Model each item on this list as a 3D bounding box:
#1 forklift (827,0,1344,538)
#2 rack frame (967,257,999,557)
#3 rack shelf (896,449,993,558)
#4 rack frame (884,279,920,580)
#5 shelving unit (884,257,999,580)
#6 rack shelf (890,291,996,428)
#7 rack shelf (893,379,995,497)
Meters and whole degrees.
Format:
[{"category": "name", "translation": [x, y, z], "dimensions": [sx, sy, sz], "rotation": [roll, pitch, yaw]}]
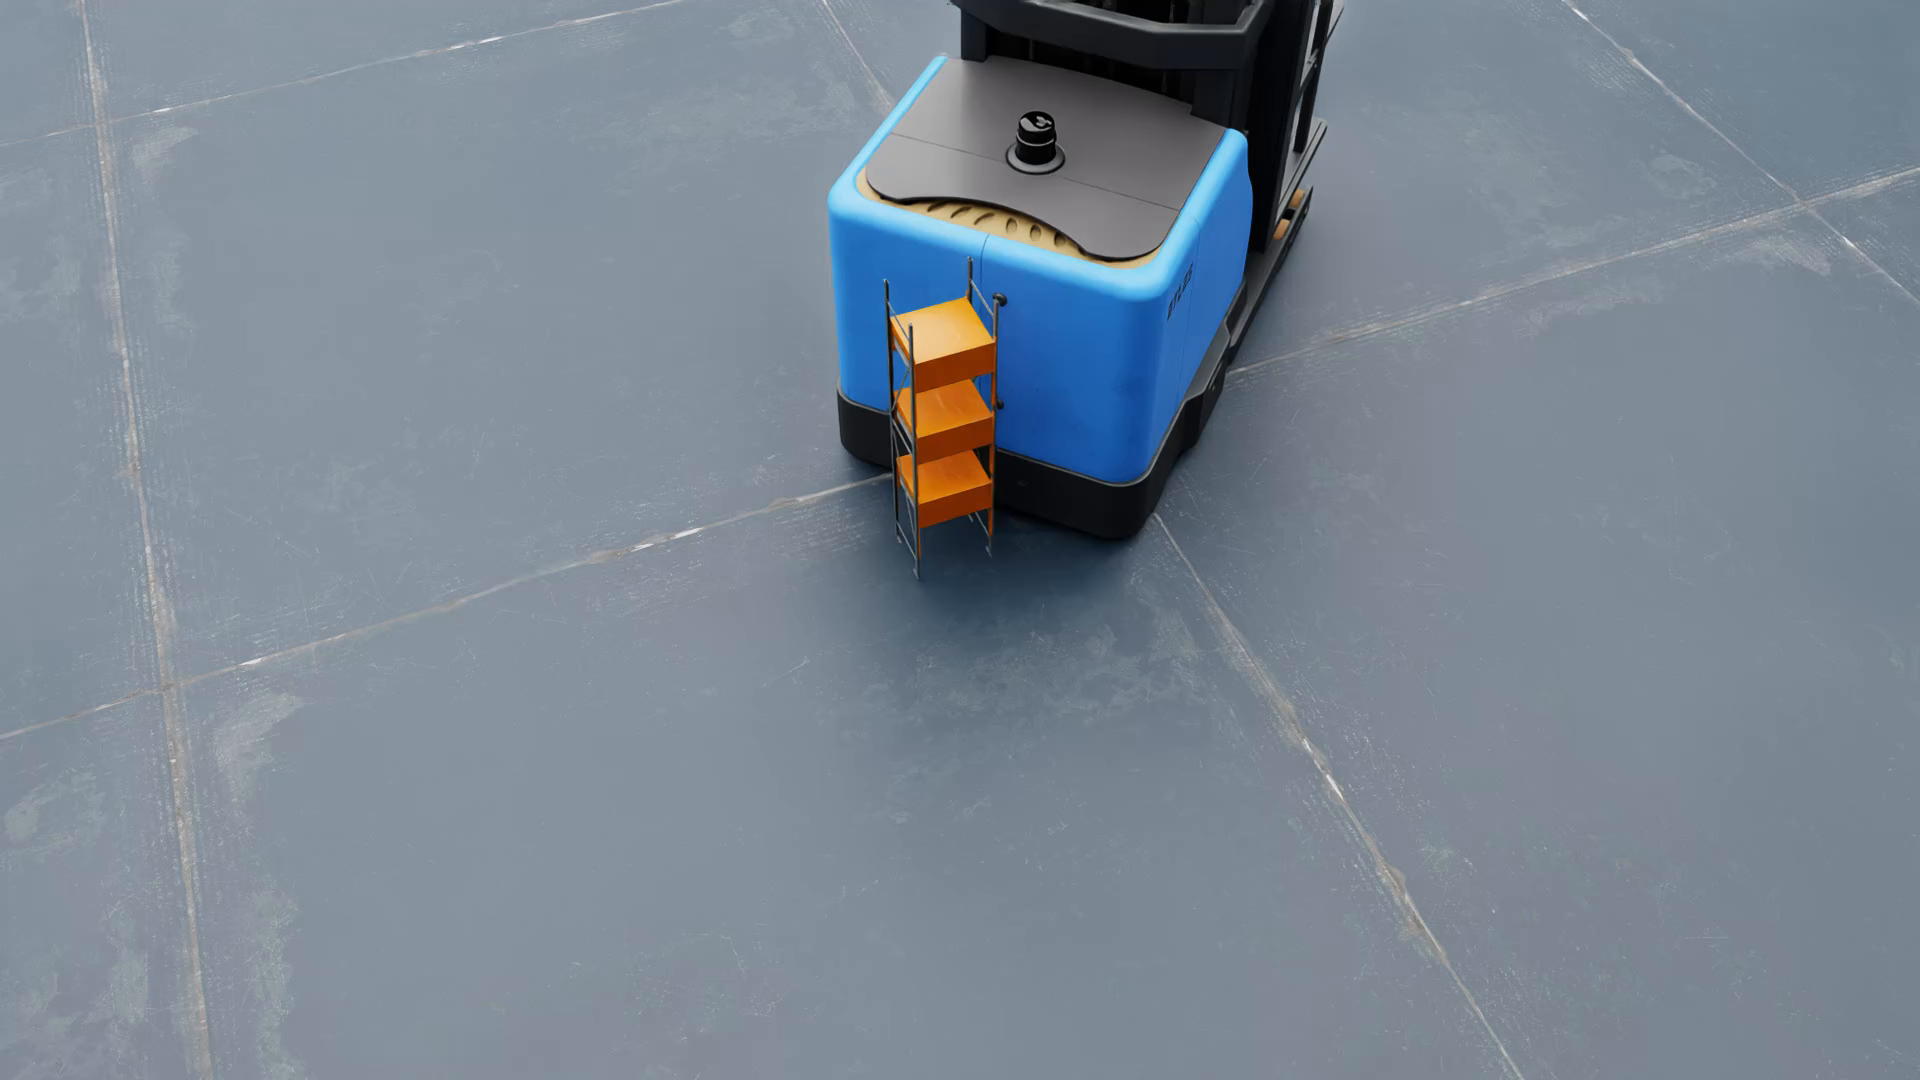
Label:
[{"category": "forklift", "translation": [0.665, -2.098, 5.120], "dimensions": [1.130, 2.935, 3.031], "rotation": [19, 52, 15]}, {"category": "rack frame", "translation": [0.062, -0.359, 4.866], "dimensions": [0.008, 1.050, 0.200], "rotation": [-17, 52, -14]}, {"category": "rack shelf", "translation": [-0.051, -0.136, 5.055], "dimensions": [0.240, 0.259, 0.215], "rotation": [-17, 52, -14]}, {"category": "rack frame", "translation": [-0.164, -0.289, 4.806], "dimensions": [0.008, 1.050, 0.200], "rotation": [-17, 52, -14]}, {"category": "shelving unit", "translation": [-0.051, -0.324, 4.836], "dimensions": [0.252, 1.050, 0.215], "rotation": [-17, 52, -14]}, {"category": "rack shelf", "translation": [-0.051, -0.502, 4.629], "dimensions": [0.240, 0.259, 0.215], "rotation": [-17, 52, -14]}, {"category": "rack shelf", "translation": [-0.051, -0.317, 4.844], "dimensions": [0.240, 0.259, 0.215], "rotation": [-17, 52, -14]}]
